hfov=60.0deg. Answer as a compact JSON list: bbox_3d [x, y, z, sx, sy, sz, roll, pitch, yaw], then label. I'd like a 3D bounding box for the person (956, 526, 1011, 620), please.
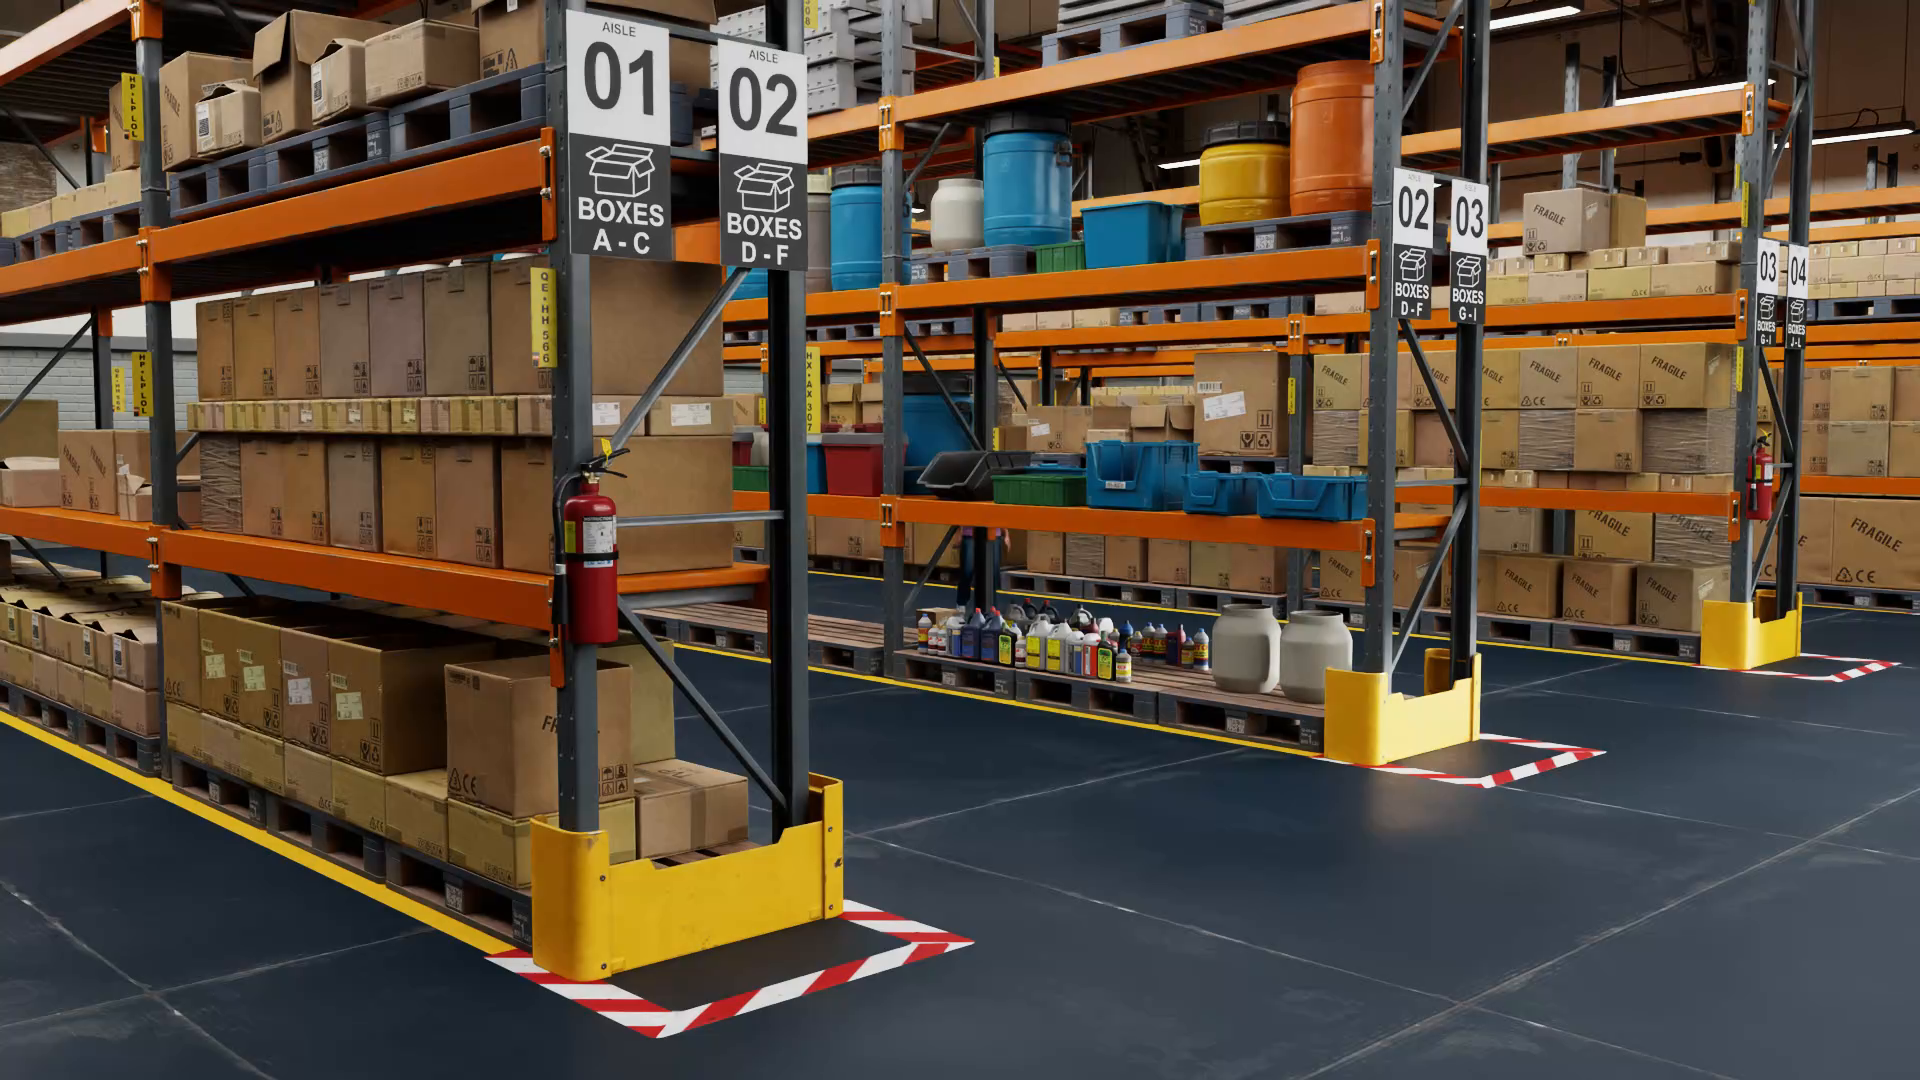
[{"bbox_3d":[0.190,-0.005,14.644,0.460,1.584,0.475,-1,4,-12],"label":"person"}]
